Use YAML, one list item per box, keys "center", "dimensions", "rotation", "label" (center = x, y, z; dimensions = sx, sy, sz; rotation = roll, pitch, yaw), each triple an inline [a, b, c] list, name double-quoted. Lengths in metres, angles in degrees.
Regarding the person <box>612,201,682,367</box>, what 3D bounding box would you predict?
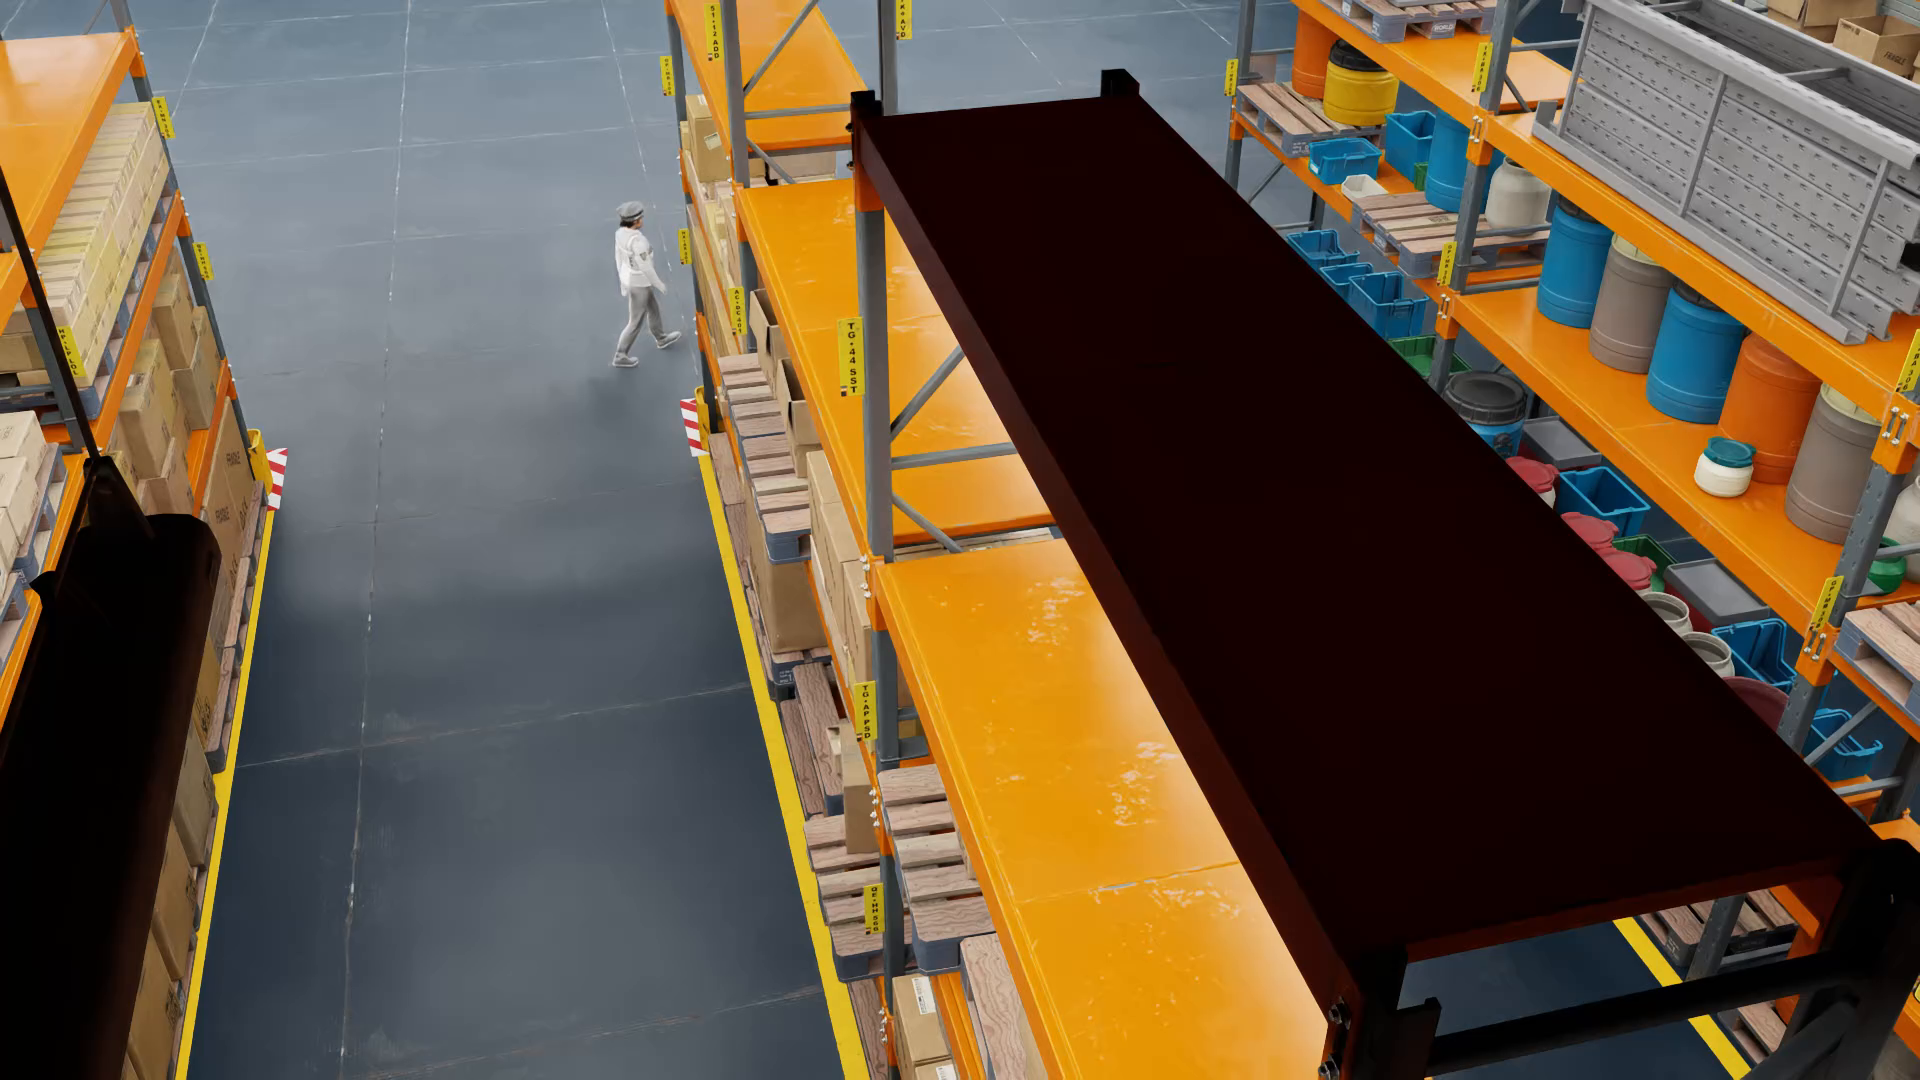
- center: [-3.134, -2.523, 16.326]
  dimensions: [0.840, 1.645, 0.477]
  rotation: [-18, 38, -24]
  label: "person"
